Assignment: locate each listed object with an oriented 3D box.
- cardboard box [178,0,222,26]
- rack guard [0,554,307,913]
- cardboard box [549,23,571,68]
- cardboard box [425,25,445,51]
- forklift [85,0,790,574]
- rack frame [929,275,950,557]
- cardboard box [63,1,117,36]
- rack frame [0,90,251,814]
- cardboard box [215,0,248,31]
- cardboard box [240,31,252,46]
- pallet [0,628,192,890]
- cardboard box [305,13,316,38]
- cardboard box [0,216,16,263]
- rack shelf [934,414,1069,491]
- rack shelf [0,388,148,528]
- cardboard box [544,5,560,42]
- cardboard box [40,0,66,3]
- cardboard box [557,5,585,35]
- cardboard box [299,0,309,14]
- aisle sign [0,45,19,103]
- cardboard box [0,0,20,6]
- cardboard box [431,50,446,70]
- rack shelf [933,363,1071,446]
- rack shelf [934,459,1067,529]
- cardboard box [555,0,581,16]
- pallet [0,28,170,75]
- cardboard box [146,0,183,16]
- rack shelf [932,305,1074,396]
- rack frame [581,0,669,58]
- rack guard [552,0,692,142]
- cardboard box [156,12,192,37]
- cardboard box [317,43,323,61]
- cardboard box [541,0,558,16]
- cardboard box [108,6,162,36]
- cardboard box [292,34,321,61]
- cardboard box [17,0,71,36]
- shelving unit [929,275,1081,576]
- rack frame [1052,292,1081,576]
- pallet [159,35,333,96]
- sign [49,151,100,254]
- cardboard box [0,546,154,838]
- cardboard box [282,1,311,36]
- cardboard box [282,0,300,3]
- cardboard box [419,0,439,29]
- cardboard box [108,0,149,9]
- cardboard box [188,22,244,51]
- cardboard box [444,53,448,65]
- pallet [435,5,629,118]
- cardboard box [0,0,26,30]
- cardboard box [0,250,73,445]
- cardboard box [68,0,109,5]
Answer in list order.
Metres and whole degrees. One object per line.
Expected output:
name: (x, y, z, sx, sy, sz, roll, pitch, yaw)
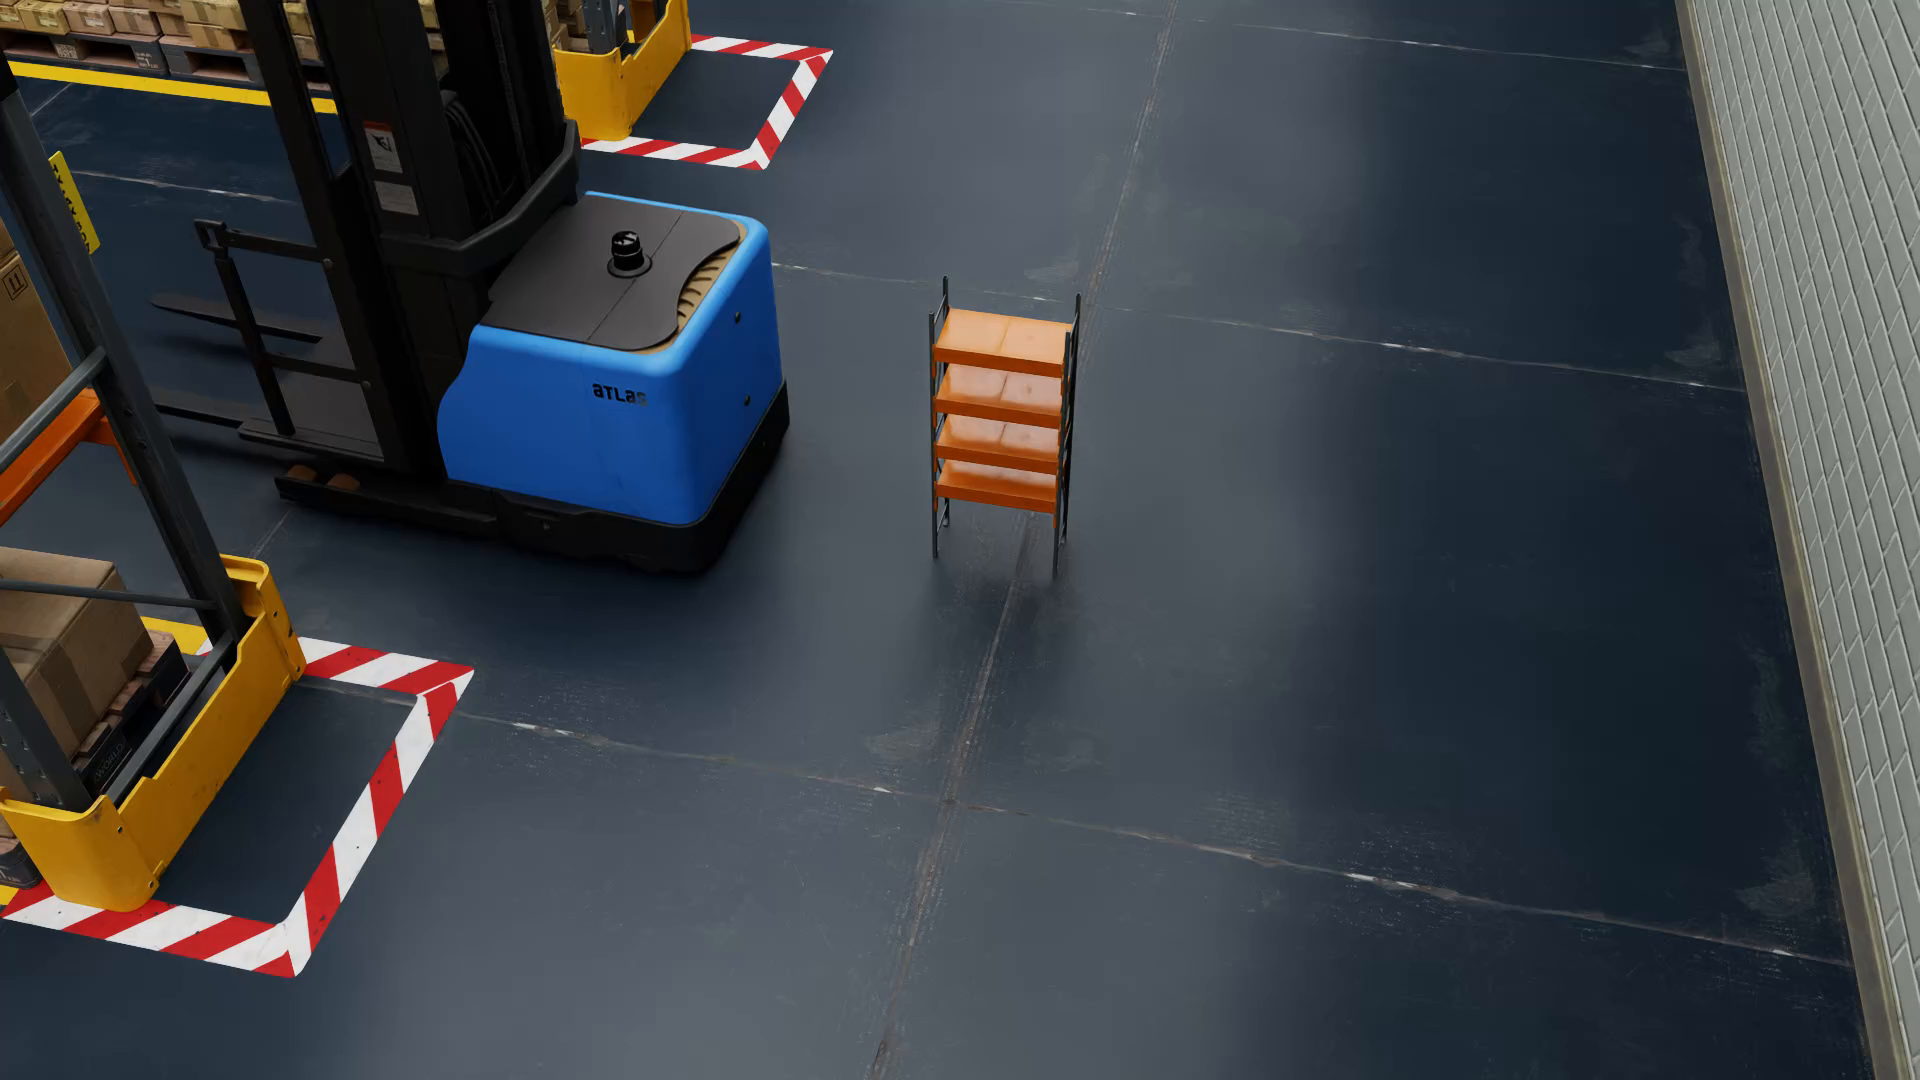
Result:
cardboard box: (-4.131, -3.029, 9.273, 0.250, 0.149, 0.380, 9, 45, 9)
rack guard: (-2.741, 0.634, 5.731, 0.348, 0.500, 1.175, 9, 45, 9)
cardboard box: (-2.341, -2.698, 9.143, 0.250, 0.149, 0.380, 10, 45, 10)
cardboard box: (-2.867, -2.831, 9.067, 0.250, 0.149, 0.380, 7, 44, 7)
forklift: (-2.309, -1.503, 6.198, 3.031, 2.935, 1.130, 11, 45, 12)
rack frame: (-0.077, -0.444, 6.346, 0.015, 1.200, 0.240, 9, 45, 9)
cardboard box: (-4.886, -3.050, 9.509, 0.250, 0.149, 0.380, 9, 45, 9)
rack frame: (-2.764, -0.270, 4.868, 0.127, 3.000, 1.000, 9, 45, 9)
cardboard box: (-3.896, -2.975, 9.216, 0.250, 0.149, 0.380, 9, 45, 9)
cardboard box: (-3.852, -2.936, 9.390, 0.250, 0.149, 0.380, 10, 45, 10)
pallet: (-3.561, 0.666, 5.906, 1.213, 0.211, 1.003, 9, 45, 9)
cardboard box: (-3.375, -2.901, 9.139, 0.250, 0.149, 0.380, 9, 45, 10)
cardboard box: (-3.170, -0.932, 4.762, 0.500, 0.500, 0.500, 8, 44, 8)
rack shelf: (0.162, -0.359, 6.355, 0.480, 0.148, 0.258, 9, 45, 9)
rack shelf: (-4.716, -0.314, 5.432, 4.000, 0.370, 1.077, 9, 45, 9)
cardboard box: (-2.359, -2.754, 8.986, 0.250, 0.149, 0.380, 8, 44, 8)
cardboard box: (-5.135, -3.223, 9.474, 0.250, 0.149, 0.380, 9, 45, 9)
cardboard box: (-2.223, -3.056, 9.515, 0.250, 0.149, 0.380, 10, 45, 10)
cardboard box: (-3.380, -2.998, 9.026, 0.250, 0.149, 0.380, 10, 45, 11)
aisle sign: (-2.631, -1.392, 4.159, 0.004, 0.787, 0.394, 9, 45, 9)
cardboard box: (-5.401, -3.201, 9.451, 0.250, 0.149, 0.380, 11, 45, 11)
cardboard box: (-2.853, -2.767, 9.215, 0.250, 0.149, 0.380, 9, 45, 9)
rack shelf: (0.162, -0.520, 6.199, 0.480, 0.148, 0.258, 9, 45, 9)
rack shelf: (0.162, -0.216, 6.492, 0.480, 0.148, 0.258, 9, 45, 9)
cardboard box: (-2.237, -3.120, 9.367, 0.250, 0.149, 0.380, 11, 45, 11)
pallet: (-5.022, -3.159, 9.880, 1.213, 0.211, 1.003, 9, 45, 9)
cardboard box: (-4.363, -3.111, 9.357, 0.250, 0.149, 0.380, 11, 45, 11)
rack shelf: (0.162, -0.690, 6.035, 0.480, 0.148, 0.258, 9, 45, 9)
rack frame: (-1.782, -3.635, 8.364, 0.127, 3.000, 1.000, 9, 45, 9)
rack guard: (-1.856, -2.746, 9.243, 0.348, 0.500, 1.175, 9, 45, 9)
cardboard box: (-4.358, -3.028, 9.486, 0.250, 0.149, 0.380, 7, 44, 7)
cardboard box: (-3.359, -2.792, 9.240, 0.250, 0.149, 0.380, 7, 44, 7)
cardboard box: (-2.354, -2.883, 8.906, 0.250, 0.149, 0.380, 9, 45, 10)
cardboard box: (-4.628, -3.045, 9.504, 0.250, 0.149, 0.380, 8, 44, 8)
cardboard box: (-3.622, -2.847, 9.297, 0.250, 0.149, 0.380, 10, 45, 10)
cardboard box: (-5.140, -3.052, 9.511, 0.250, 0.149, 0.380, 10, 45, 10)
shelving unit: (0.162, -0.407, 6.308, 0.503, 1.200, 0.258, 9, 45, 9)
rack frame: (0.400, -0.370, 6.269, 0.015, 1.200, 0.240, 9, 45, 9)
pallet: (-3.828, -2.975, 9.689, 1.213, 0.211, 1.003, 9, 45, 9)
sign: (-2.637, -0.985, 4.929, 0.005, 0.325, 0.100, 9, 45, 9)
cardboard box: (-3.430, 0.469, 5.644, 0.875, 0.438, 0.875, 7, 44, 8)
cardboard box: (-3.621, -2.952, 9.193, 0.250, 0.149, 0.380, 11, 45, 11)
cardboard box: (-3.613, -3.113, 9.145, 0.250, 0.149, 0.380, 7, 44, 8)
cardboard box: (-2.867, -2.913, 8.937, 0.250, 0.149, 0.380, 8, 44, 8)
cardboard box: (-4.626, -3.168, 9.417, 0.250, 0.149, 0.380, 7, 44, 7)
cardboard box: (-4.125, -2.924, 9.378, 0.250, 0.149, 0.380, 8, 44, 8)
cardboard box: (-2.614, -2.669, 9.112, 0.250, 0.149, 0.380, 10, 45, 10)
pallet: (-2.641, -2.789, 9.496, 1.213, 0.211, 1.003, 9, 45, 9)
cardboard box: (-5.400, -3.093, 9.553, 0.250, 0.149, 0.380, 7, 44, 7)
cardboard box: (-3.170, -0.573, 5.110, 0.500, 0.500, 0.500, 9, 45, 9)
cardboard box: (-4.889, -3.211, 9.461, 0.250, 0.149, 0.380, 9, 45, 9)
